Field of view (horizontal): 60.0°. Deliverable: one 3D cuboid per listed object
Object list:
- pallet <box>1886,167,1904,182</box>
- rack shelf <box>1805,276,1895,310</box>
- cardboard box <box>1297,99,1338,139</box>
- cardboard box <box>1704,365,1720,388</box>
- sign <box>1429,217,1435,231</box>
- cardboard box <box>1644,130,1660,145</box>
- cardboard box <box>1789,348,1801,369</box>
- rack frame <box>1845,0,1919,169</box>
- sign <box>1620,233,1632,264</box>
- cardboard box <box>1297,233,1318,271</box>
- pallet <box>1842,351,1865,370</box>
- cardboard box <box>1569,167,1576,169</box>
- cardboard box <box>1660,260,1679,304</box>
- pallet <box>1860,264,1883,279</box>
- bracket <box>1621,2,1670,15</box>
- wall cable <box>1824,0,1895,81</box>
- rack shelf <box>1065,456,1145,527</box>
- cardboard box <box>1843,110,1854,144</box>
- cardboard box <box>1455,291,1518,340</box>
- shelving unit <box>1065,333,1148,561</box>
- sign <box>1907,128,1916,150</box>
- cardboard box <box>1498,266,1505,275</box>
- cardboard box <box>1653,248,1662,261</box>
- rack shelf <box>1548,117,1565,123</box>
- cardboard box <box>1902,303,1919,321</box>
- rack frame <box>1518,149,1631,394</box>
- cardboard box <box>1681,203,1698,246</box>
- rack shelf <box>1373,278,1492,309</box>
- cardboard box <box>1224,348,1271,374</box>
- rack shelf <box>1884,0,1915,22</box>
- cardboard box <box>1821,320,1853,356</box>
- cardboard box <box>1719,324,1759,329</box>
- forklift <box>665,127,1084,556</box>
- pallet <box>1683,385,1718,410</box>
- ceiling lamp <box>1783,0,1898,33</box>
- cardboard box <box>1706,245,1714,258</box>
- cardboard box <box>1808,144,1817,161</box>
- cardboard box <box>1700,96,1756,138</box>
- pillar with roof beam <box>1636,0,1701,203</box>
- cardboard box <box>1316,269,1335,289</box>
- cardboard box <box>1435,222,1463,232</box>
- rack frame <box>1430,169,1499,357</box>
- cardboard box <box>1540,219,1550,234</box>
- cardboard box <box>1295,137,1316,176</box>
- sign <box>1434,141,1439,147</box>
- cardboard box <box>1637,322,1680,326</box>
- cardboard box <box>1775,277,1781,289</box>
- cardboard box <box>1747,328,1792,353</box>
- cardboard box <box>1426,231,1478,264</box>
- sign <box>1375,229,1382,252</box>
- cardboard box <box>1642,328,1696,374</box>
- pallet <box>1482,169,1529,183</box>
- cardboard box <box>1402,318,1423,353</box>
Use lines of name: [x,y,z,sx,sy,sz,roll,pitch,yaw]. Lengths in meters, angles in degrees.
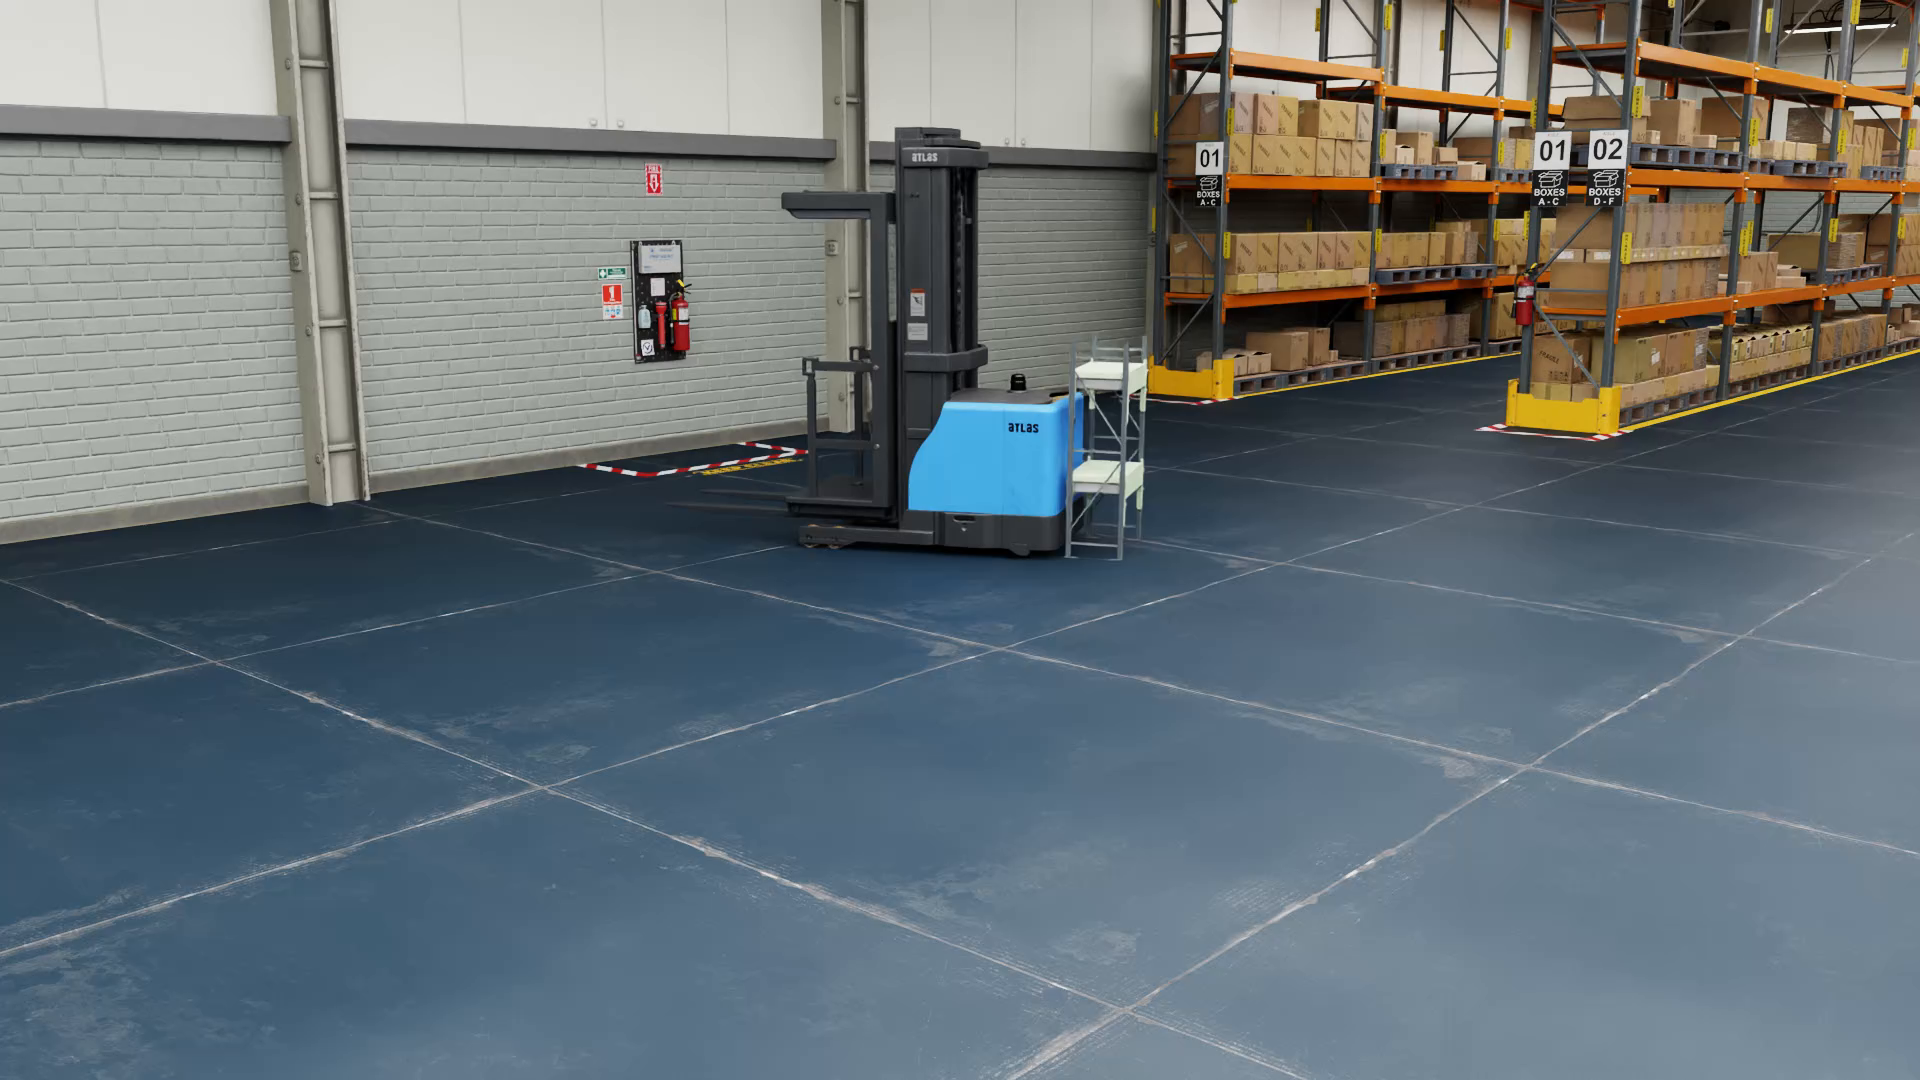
pallet: [14.102,-5.767,26.249,1.213,0.211,1.003,10,15,40]
rack shelf: [13.265,-3.828,25.557,1.077,0.370,4.000,10,15,40]
cardboard box: [4.763,-5.689,22.520,0.500,0.500,0.500,9,14,38]
cardboard box: [9.162,-2.059,20.812,0.500,0.250,0.500,10,15,40]
sign: [7.802,-5.166,27.460,0.100,0.325,0.005,10,15,40]
cardboard box: [7.573,-4.482,18.548,0.380,0.149,0.250,10,15,40]
cardboard box: [11.443,-2.559,23.314,0.500,0.250,0.500,10,15,40]
rack frame: [14.585,-7.417,26.372,1.000,3.000,0.127,10,15,40]
sign: [7.077,-3.100,17.664,0.100,0.325,0.005,10,15,40]
cardboard box: [4.492,-3.909,22.542,0.500,0.500,0.500,10,15,42]
pallet: [13.271,-2.803,25.706,1.003,0.211,1.213,10,15,40]
cardboard box: [11.137,-6.899,30.489,0.500,0.250,0.500,10,15,41]
cardboard box: [8.001,-3.054,19.588,0.700,0.500,0.500,10,15,42]
pallet: [13.975,-4.278,26.460,1.003,0.211,1.213,10,15,40]
bracket: [12.915,-10.431,32.272,0.076,0.066,4.783,10,15,40]
wall cable: [19.536,-10.036,34.515,3.097,2.526,0.112,10,15,40]
rack shelf: [1.034,-0.352,11.797,0.431,0.370,0.720,4,12,15]
cardboard box: [12.910,-6.111,24.680,0.500,0.500,0.500,10,15,40]
cardboard box: [8.805,-3.770,27.843,0.750,0.750,0.750,10,15,40]
shelving unit: [1.037,-0.672,11.732,0.431,1.500,0.755,4,12,15]
sign: [15.004,-6.322,26.220,0.100,0.325,0.005,10,15,40]
cardboard box: [8.785,-4.468,27.512,0.380,0.149,0.250,10,15,41]
cardboard box: [7.765,-3.259,18.958,0.380,0.149,0.250,9,14,38]
rack shelf: [12.182,-7.802,31.159,1.077,0.370,4.000,10,15,40]
cardboard box: [17.051,-3.942,29.548,0.500,0.500,0.500,10,15,40]
rack frame: [6.664,-2.710,18.120,1.000,3.000,0.127,10,15,40]
cardboard box: [8.352,-3.769,19.857,0.700,0.500,0.500,10,15,40]
rack shelf: [6.901,-3.880,25.814,1.077,0.370,4.000,10,15,40]
cardboard box: [3.841,-2.421,22.415,0.500,0.311,0.500,-11,15,-43]
rack shelf: [15.905,-8.988,27.590,1.077,0.370,4.000,10,15,40]
cardboard box: [13.136,-3.058,25.120,0.500,0.500,0.500,10,15,40]
cardboard box: [11.038,-2.902,23.598,0.500,0.311,0.500,9,15,39]
forklift: [-0.658,-1.467,12.071,3.031,2.935,1.130,3,12,16]
pallet: [8.748,-1.819,20.781,1.003,0.211,1.213,10,15,40]
ceiling lamp: [17.171,-11.576,32.293,2.000,3.185,0.800,10,15,40]
cardboard box: [8.950,-3.523,20.279,0.380,0.149,0.250,9,15,39]
cardboard box: [11.687,-5.416,23.322,0.500,0.250,0.500,8,14,36]
cardboard box: [9.741,-5.355,21.101,0.500,0.500,0.500,10,15,41]
pillar with roof beam: [17.868,-8.598,32.284,9.100,9.000,0.548,10,15,40]
cardboard box: [4.840,-3.617,22.996,0.500,0.250,0.500,10,15,40]
cardboard box: [7.814,-5.006,26.580,0.380,0.149,0.250,7,13,31]
rack frame: [8.221,-4.527,27.217,1.000,3.000,0.127,10,15,40]
cardboard box: [9.728,-5.362,28.417,0.500,0.250,0.500,9,15,39]
cardboard box: [4.407,-5.129,22.269,0.500,0.500,0.500,11,16,44]
sign: [7.809,-6.363,27.230,0.100,0.325,0.005,10,15,40]
cardboard box: [8.763,-2.496,21.082,0.500,0.500,0.500,10,15,40]
cardboard box: [11.145,-3.569,23.062,0.250,0.149,0.380,-11,16,-43]
cardboard box: [11.110,-2.759,22.884,0.500,0.311,0.500,10,15,40]
cardboard box: [7.918,-4.721,26.811,0.700,0.500,0.500,8,14,34]
sign: [5.993,-4.294,23.840,0.100,0.325,0.005,10,15,40]
cardboard box: [8.496,-2.281,20.007,0.500,0.500,0.500,10,15,40]
pallet: [8.606,-6.007,27.450,1.213,0.211,1.003,11,16,43]
cardboard box: [6.724,-3.191,25.788,0.700,0.500,0.500,10,15,41]
